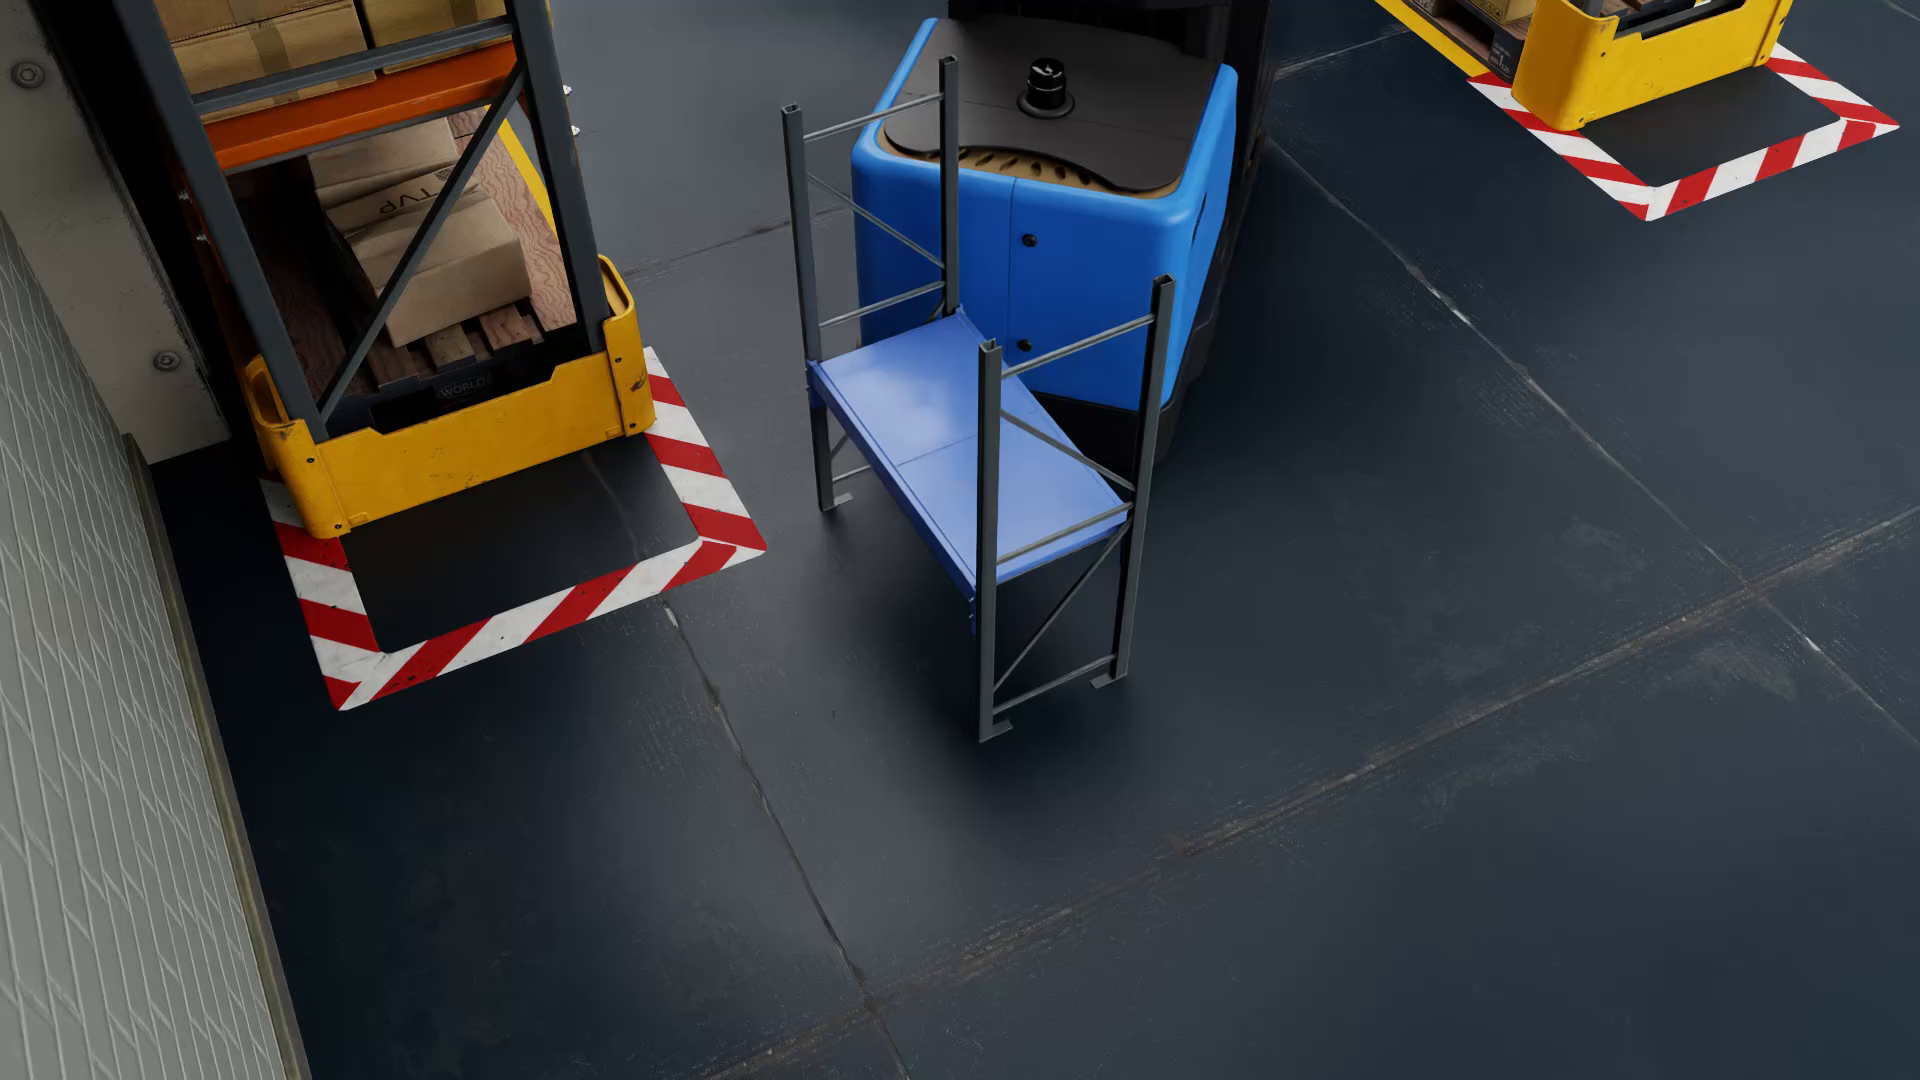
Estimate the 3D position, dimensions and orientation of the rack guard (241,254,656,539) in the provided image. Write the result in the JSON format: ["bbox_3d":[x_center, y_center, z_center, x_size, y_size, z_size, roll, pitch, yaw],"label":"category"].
[{"bbox_3d":[-1.602,-0.466,5.325,1.175,0.500,0.348,-21,52,-18],"label":"rack guard"}]

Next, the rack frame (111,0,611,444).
[{"bbox_3d":[-1.567,-1.238,4.340,1.000,3.000,0.127,-21,52,-18],"label":"rack frame"}]

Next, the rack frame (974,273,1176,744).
[{"bbox_3d":[0.266,-0.014,4.266,0.500,1.500,0.032,-23,53,-19],"label":"rack frame"}]

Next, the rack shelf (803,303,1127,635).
[{"bbox_3d":[0.019,-0.230,4.694,0.538,0.185,1.000,-23,53,-19],"label":"rack shelf"}]

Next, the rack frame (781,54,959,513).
[{"bbox_3d":[-0.229,-0.683,4.851,0.500,1.500,0.032,-23,53,-19],"label":"rack frame"}]

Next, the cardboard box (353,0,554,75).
[{"bbox_3d":[-1.508,-1.631,4.770,0.500,0.250,0.500,-23,53,-19],"label":"cardboard box"}]

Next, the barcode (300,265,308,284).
[{"bbox_3d":[-2.168,-0.869,5.505,0.001,0.075,0.075,-21,52,-18],"label":"barcode"}]

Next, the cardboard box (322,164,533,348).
[{"bbox_3d":[-1.804,-0.991,5.618,0.500,0.311,0.500,-27,54,-21],"label":"cardboard box"}]

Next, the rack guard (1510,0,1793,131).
[{"bbox_3d":[2.847,-2.107,6.761,1.175,0.500,0.348,-21,52,-18],"label":"rack guard"}]

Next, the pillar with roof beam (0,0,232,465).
[{"bbox_3d":[1.171,-4.866,3.528,9.100,9.000,0.400,-21,52,-18],"label":"pillar with roof beam"}]

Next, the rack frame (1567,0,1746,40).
[{"bbox_3d":[2.836,-2.946,5.834,1.000,3.000,0.127,-21,52,-18],"label":"rack frame"}]

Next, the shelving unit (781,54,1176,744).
[{"bbox_3d":[0.019,-0.349,4.558,0.538,1.500,1.048,-23,53,-19],"label":"shelving unit"}]

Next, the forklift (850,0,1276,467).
[{"bbox_3d":[0.563,-2.335,5.345,1.130,2.935,3.031,12,50,11],"label":"forklift"}]

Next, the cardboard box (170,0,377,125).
[{"bbox_3d":[-1.954,-1.441,4.604,0.500,0.250,0.500,-20,52,-17],"label":"cardboard box"}]

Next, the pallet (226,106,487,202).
[{"bbox_3d":[-2.497,-1.742,6.633,1.003,0.211,1.213,-21,52,-18],"label":"pallet"}]

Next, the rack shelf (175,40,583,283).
[{"bbox_3d":[-2.483,-2.339,5.781,1.077,0.370,4.000,-21,52,-18],"label":"rack shelf"}]

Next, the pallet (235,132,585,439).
[{"bbox_3d":[-1.942,-0.926,5.920,1.003,0.211,1.213,-21,52,-18],"label":"pallet"}]

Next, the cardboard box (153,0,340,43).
[{"bbox_3d":[-1.972,-1.684,4.318,0.500,0.500,0.500,-22,52,-18],"label":"cardboard box"}]

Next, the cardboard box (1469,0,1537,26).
[{"bbox_3d":[2.327,-2.437,6.936,0.500,0.250,0.500,-21,52,-18],"label":"cardboard box"}]

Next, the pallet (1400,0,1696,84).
[{"bbox_3d":[2.448,-2.526,7.319,1.003,0.211,1.213,-21,52,-18],"label":"pallet"}]

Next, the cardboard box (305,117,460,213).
[{"bbox_3d":[-2.065,-1.373,5.952,0.500,0.311,0.500,-17,51,-15],"label":"cardboard box"}]
